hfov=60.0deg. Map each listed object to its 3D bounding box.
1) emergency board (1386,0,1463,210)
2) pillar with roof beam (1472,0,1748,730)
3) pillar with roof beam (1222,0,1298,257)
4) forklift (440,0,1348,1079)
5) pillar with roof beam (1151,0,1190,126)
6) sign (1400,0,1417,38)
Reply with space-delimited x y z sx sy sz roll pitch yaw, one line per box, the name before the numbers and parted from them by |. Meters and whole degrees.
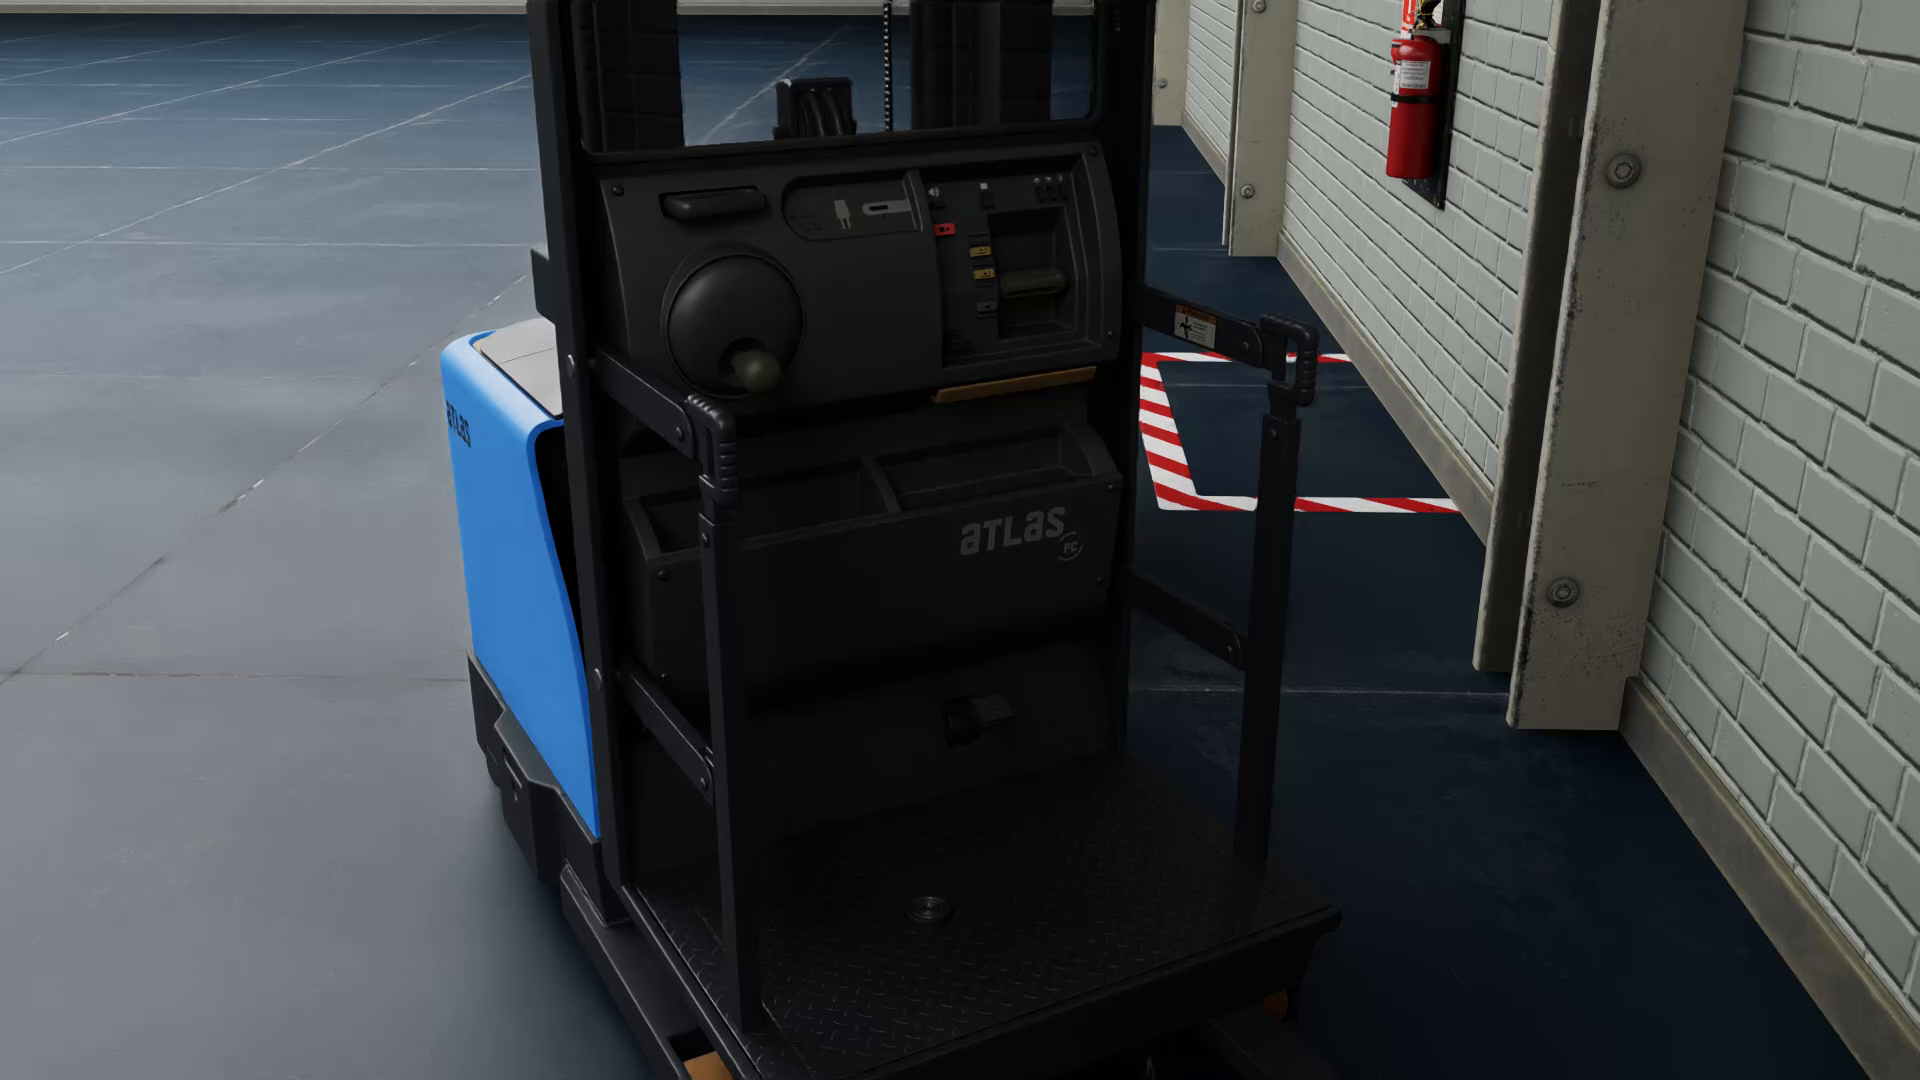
emergency board | 1.692 -1.877 6.219 0.194 1.169 0.643 1 21 2
pillar with roof beam | -2.724 -3.828 2.955 9.100 9.000 0.400 1 21 2
pillar with roof beam | -2.541 -5.997 8.546 9.100 9.000 0.400 1 21 2
forklift | -0.031 -0.448 2.633 1.130 2.935 3.031 -11 24 -27
pillar with roof beam | -2.359 -8.167 14.137 9.100 9.000 0.400 1 21 2
sign | 1.812 -2.092 6.725 0.001 0.329 0.234 1 21 2
